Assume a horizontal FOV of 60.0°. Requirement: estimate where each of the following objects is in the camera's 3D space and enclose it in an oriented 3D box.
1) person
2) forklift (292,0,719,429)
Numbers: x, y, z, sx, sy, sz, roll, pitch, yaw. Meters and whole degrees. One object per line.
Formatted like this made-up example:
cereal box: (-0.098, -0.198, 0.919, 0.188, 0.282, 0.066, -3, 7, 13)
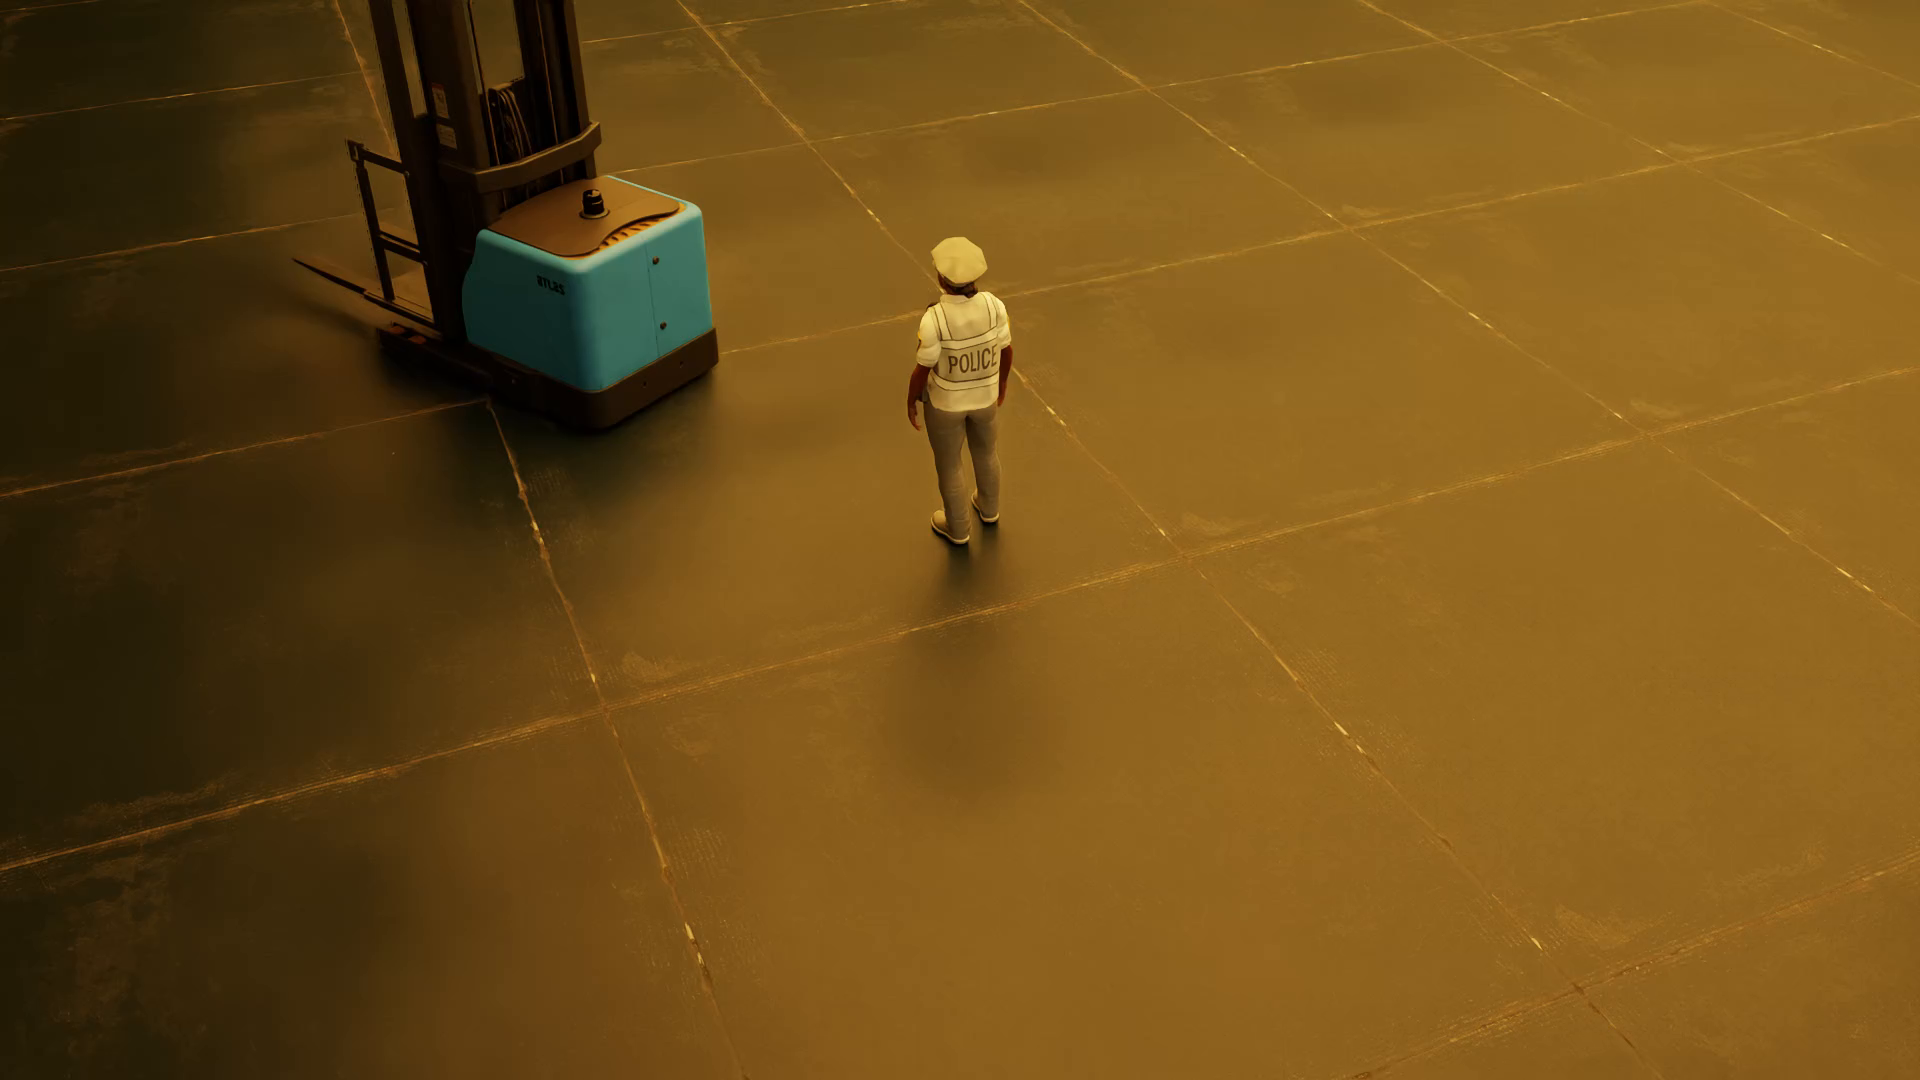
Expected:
person: (-0.012, -0.741, 8.195, 0.570, 1.697, 0.528, -14, 38, -19)
forklift: (-2.942, -2.500, 9.614, 3.031, 2.935, 1.130, 23, 41, 29)
